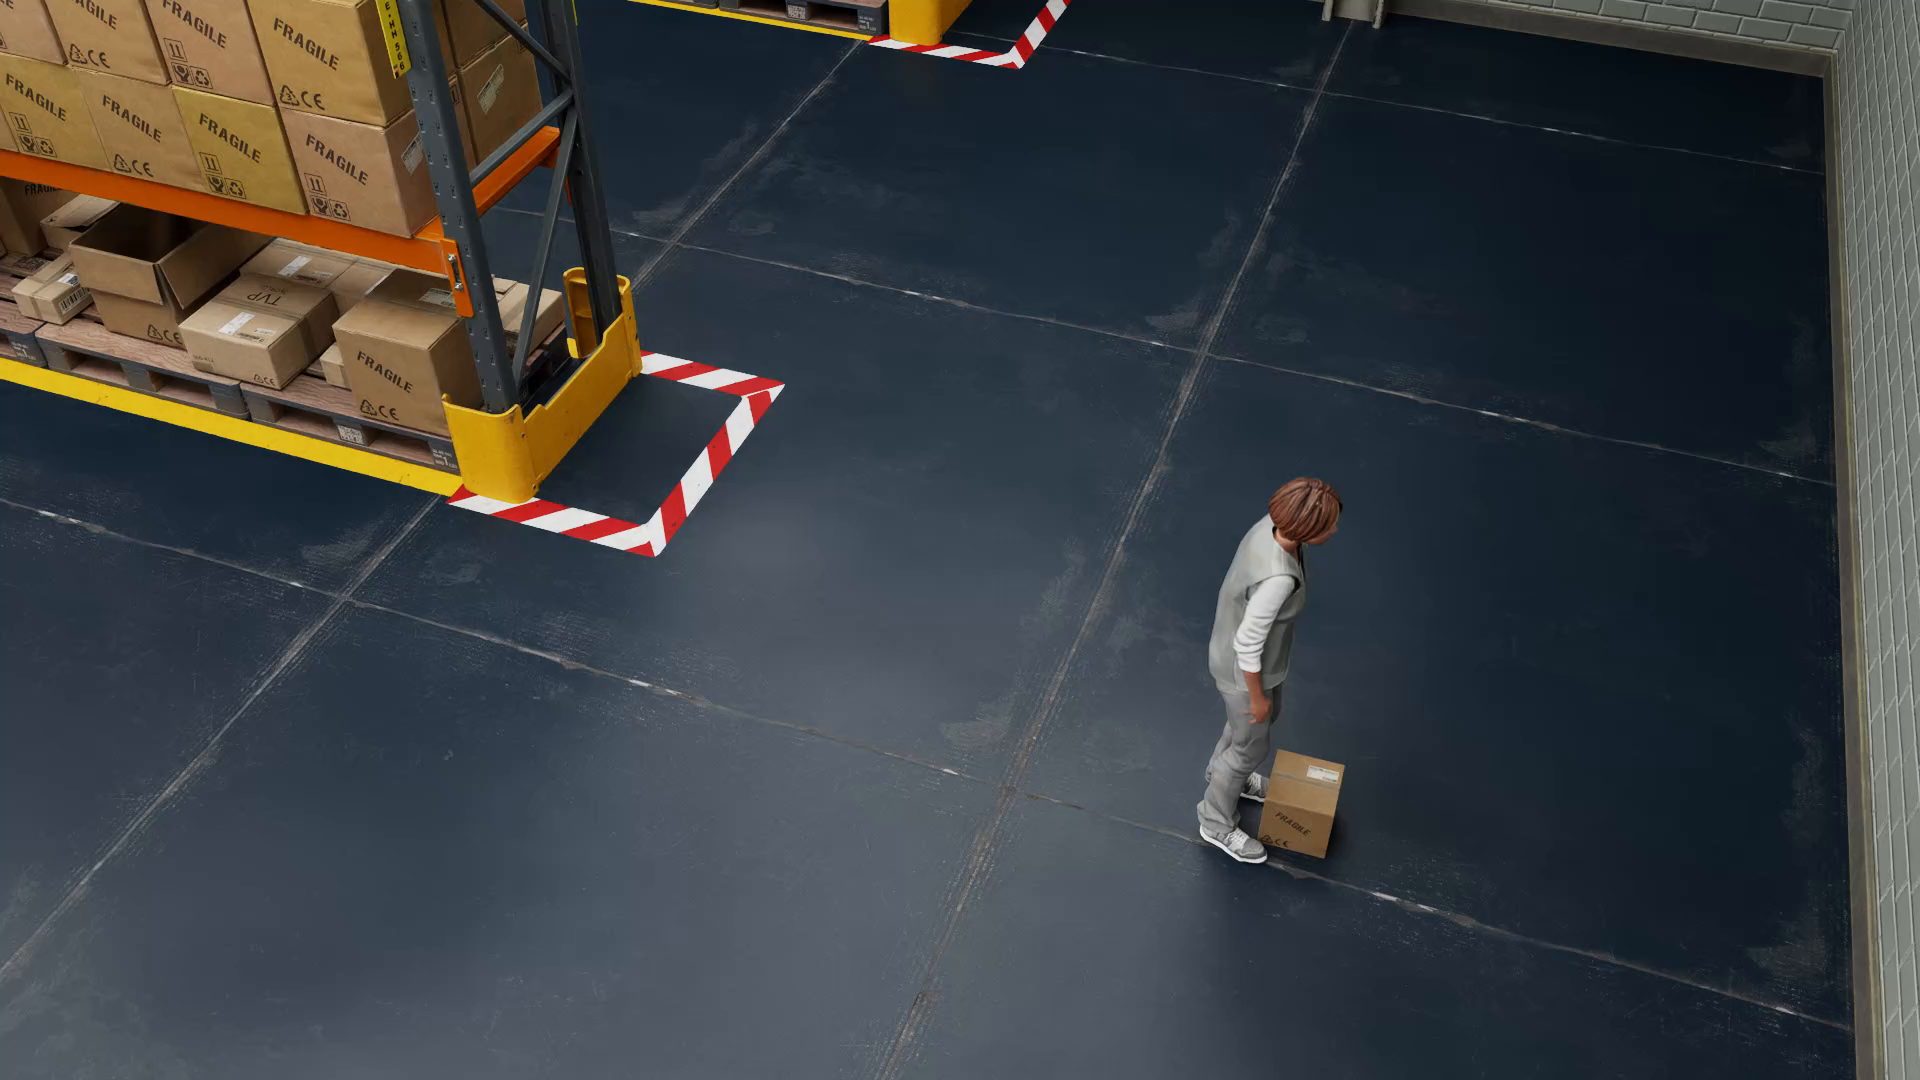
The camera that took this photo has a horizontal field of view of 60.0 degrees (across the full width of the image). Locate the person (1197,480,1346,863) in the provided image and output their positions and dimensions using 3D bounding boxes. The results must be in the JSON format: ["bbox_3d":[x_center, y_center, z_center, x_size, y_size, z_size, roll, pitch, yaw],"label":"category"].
[{"bbox_3d":[1.032,0.422,5.700,0.350,1.593,0.468,13,44,14],"label":"person"}]
